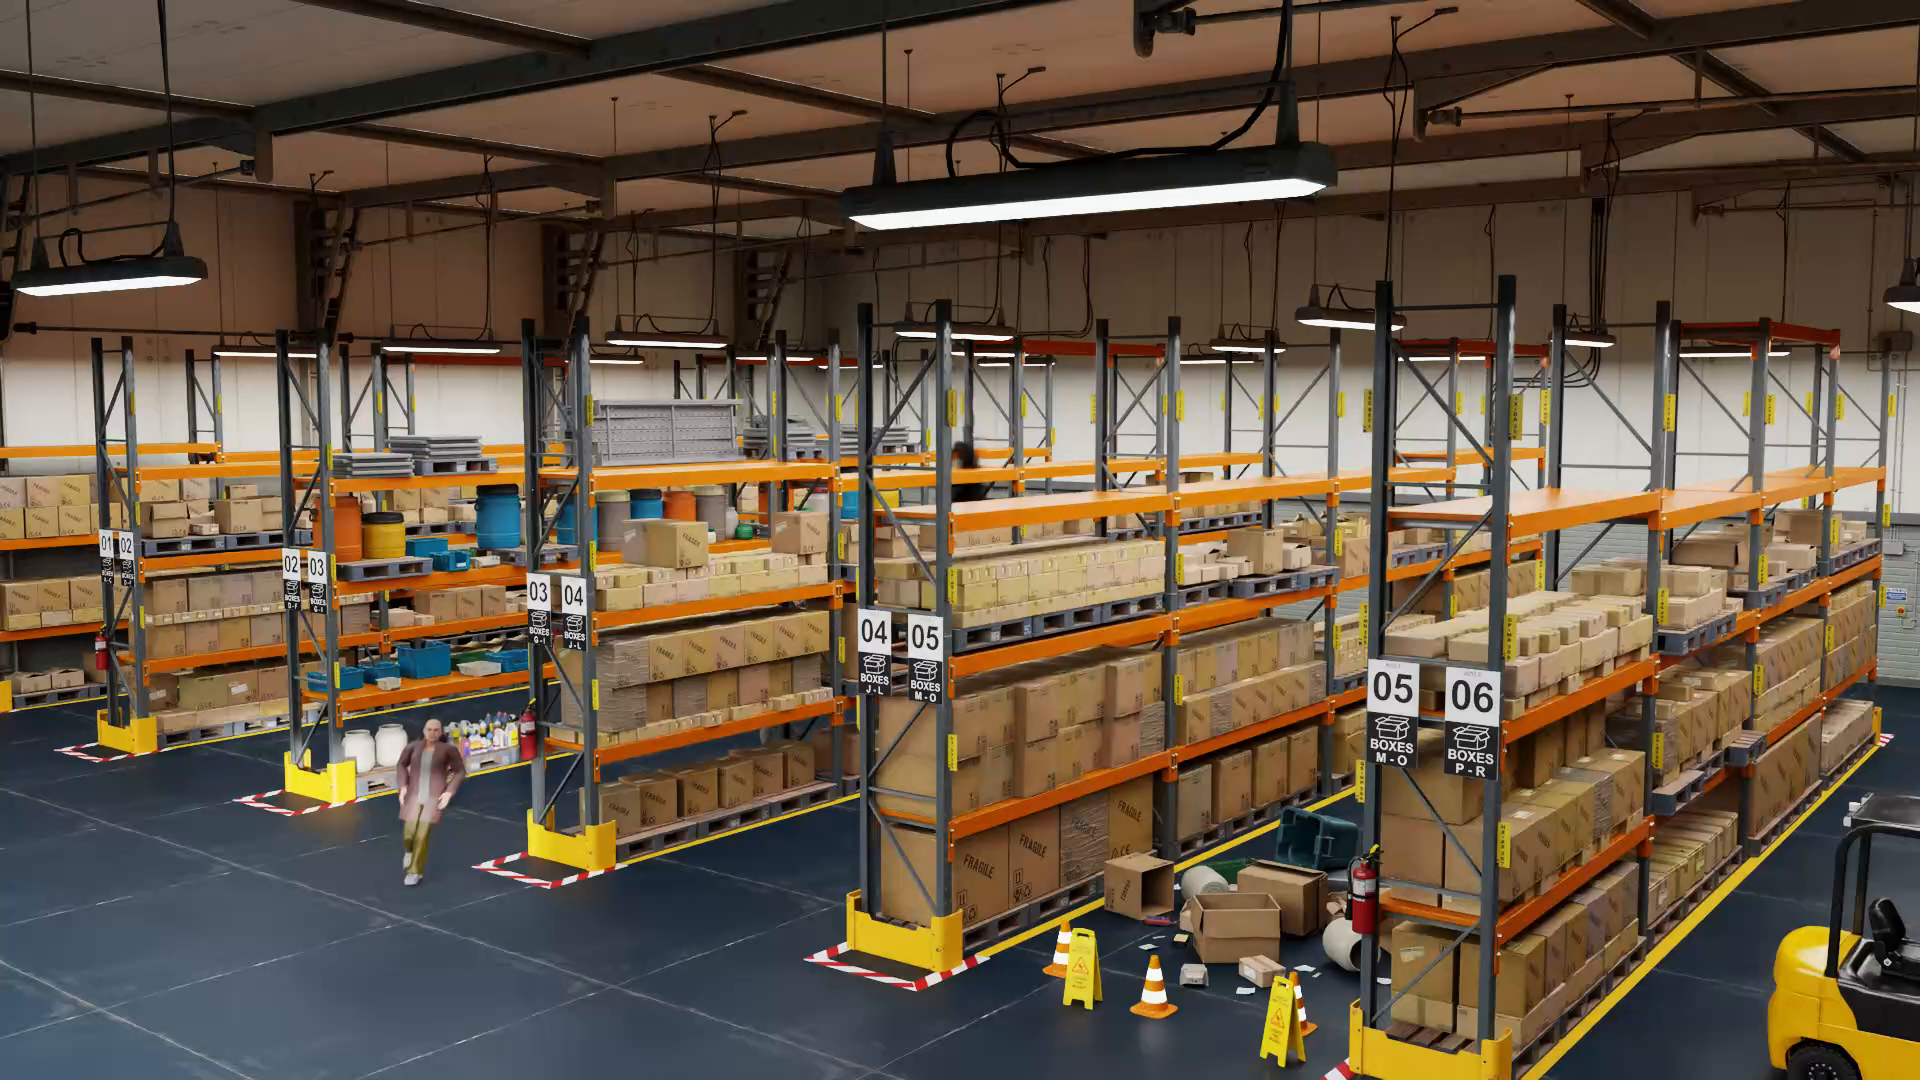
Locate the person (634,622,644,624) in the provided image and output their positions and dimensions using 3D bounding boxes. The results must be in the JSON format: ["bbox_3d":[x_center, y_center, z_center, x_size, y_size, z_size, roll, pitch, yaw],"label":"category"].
[{"bbox_3d":[-5.404,1.901,27.565,0.649,1.731,0.595,3,6,32],"label":"person"}]

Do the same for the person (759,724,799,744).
[{"bbox_3d":[-2.669,2.219,23.901,0.711,1.762,0.805,3,6,34],"label":"person"}]

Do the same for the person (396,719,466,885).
[{"bbox_3d":[-5.650,2.763,17.749,0.740,1.726,0.596,-1,5,-6],"label":"person"}]
